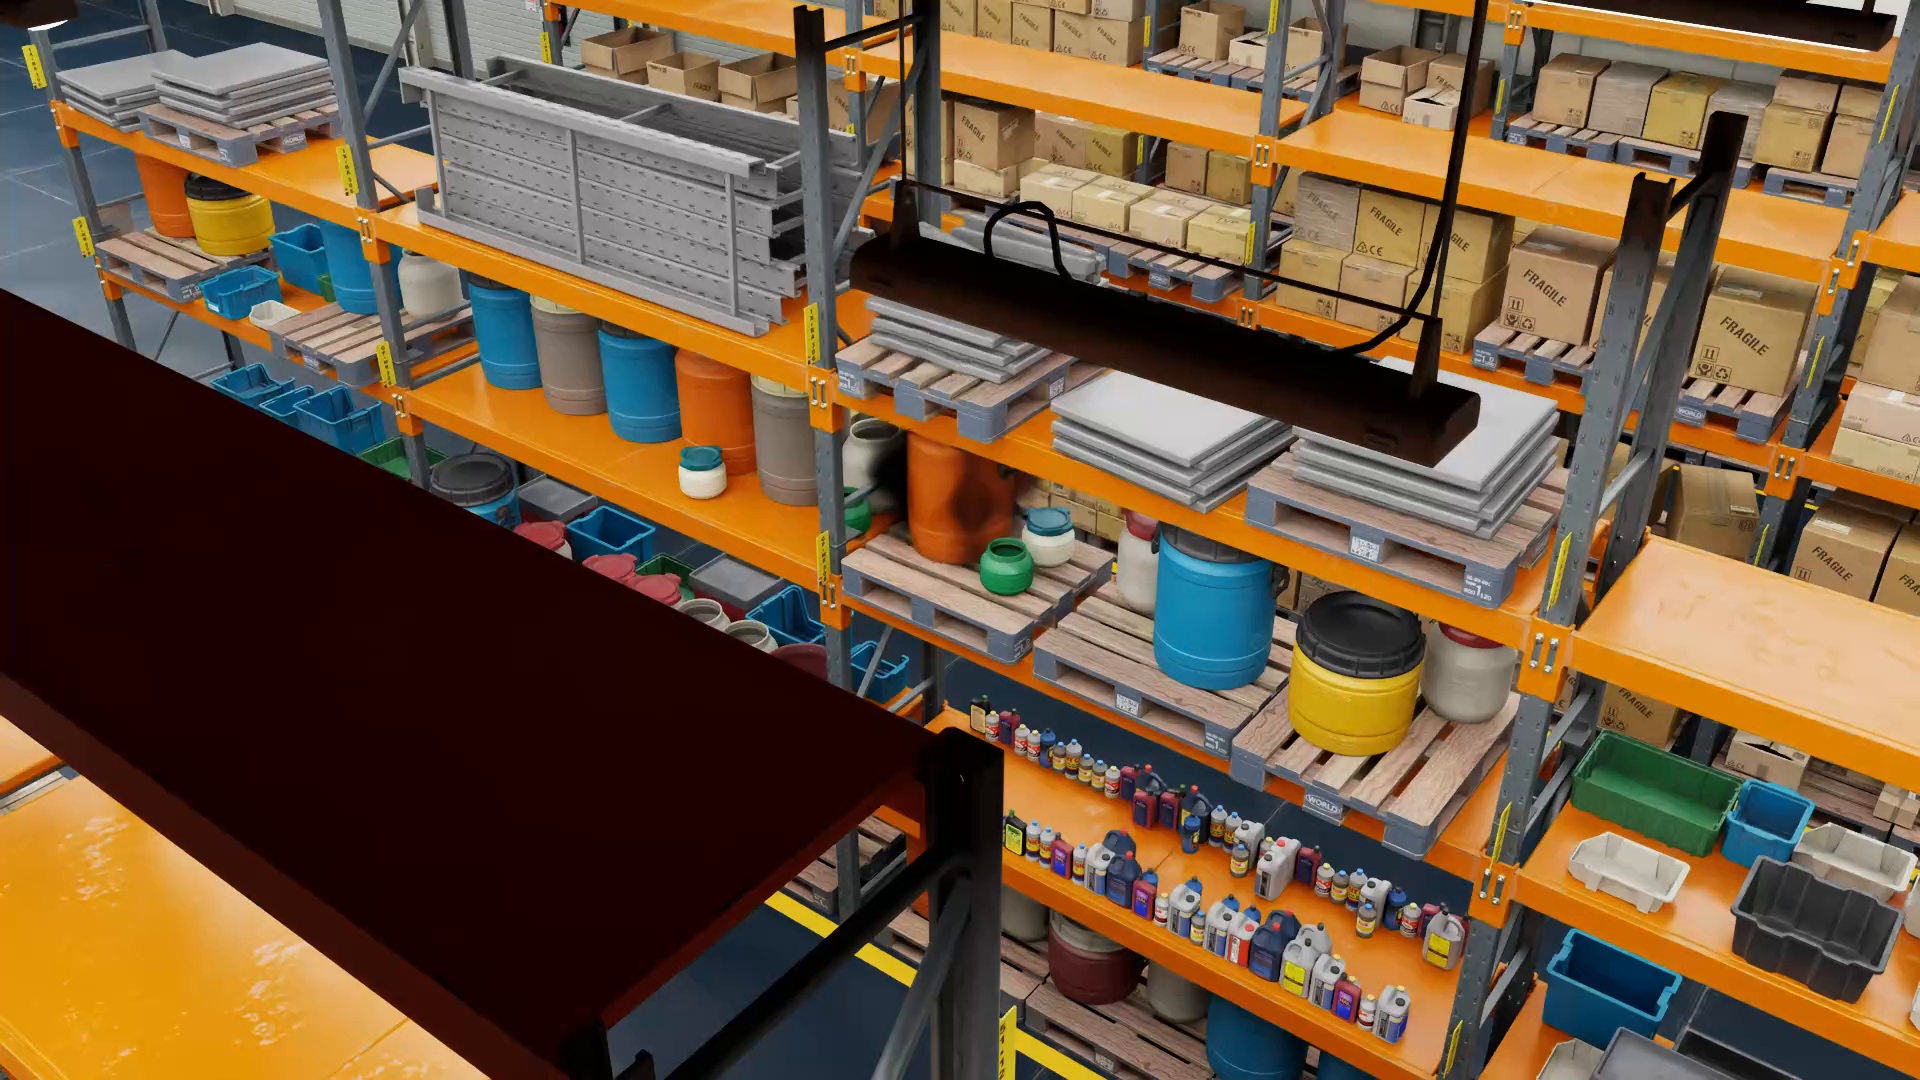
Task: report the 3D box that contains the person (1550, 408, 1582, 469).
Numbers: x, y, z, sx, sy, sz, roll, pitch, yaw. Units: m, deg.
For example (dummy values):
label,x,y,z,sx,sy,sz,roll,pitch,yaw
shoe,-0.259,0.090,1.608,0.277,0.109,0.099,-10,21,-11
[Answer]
label,x,y,z,sx,sy,sz,roll,pitch,yaw
person,5.540,-0.914,15.052,0.608,1.783,0.519,14,34,22
